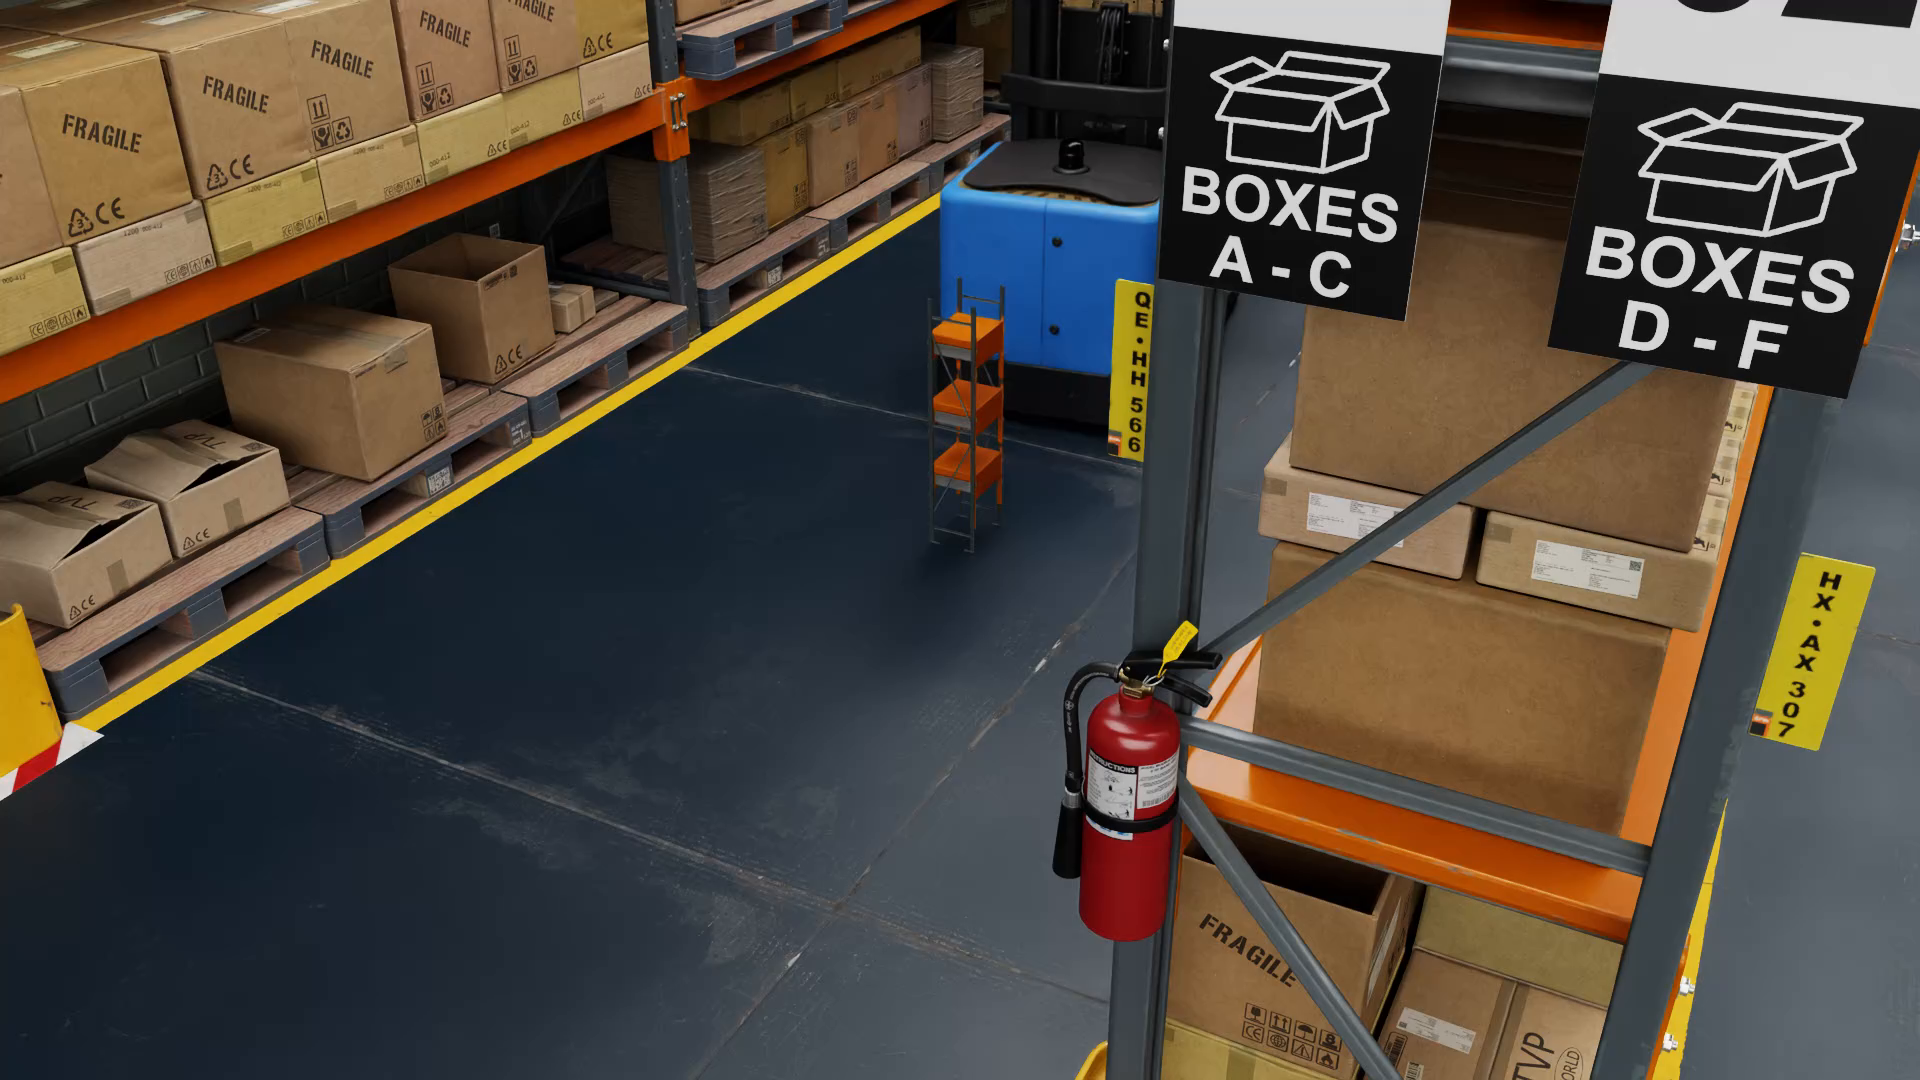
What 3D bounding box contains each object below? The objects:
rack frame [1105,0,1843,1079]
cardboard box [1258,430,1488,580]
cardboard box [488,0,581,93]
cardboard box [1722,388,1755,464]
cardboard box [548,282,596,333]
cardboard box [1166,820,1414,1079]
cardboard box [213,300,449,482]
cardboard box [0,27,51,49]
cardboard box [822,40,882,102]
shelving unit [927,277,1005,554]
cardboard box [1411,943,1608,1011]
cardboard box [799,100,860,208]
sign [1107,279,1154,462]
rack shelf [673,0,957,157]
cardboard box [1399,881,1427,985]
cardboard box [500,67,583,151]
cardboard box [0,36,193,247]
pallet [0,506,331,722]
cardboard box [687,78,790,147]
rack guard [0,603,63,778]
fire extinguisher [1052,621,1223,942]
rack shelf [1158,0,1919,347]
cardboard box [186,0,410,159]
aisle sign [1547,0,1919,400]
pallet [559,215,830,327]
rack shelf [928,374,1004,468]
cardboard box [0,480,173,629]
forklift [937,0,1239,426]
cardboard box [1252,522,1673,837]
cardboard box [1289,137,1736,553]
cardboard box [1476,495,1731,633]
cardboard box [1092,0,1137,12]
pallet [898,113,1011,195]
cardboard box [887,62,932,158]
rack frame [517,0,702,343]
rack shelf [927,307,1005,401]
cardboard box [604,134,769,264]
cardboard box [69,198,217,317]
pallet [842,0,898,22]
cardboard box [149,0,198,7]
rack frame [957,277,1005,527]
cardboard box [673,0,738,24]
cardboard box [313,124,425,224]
[{"bbox_3d":[0.779,0.451,2.952,0.949,2.616,0.053,14,33,23],"label":"rack frame"},{"bbox_3d":[0.786,-0.085,3.134,0.380,0.149,0.250,14,33,22],"label":"cardboard box"},{"bbox_3d":[-1.970,-2.210,6.963,0.500,0.500,0.500,14,33,23],"label":"cardboard box"},{"bbox_3d":[1.385,-0.226,3.379,0.380,0.149,0.250,14,33,23],"label":"cardboard box"},{"bbox_3d":[-2.025,-1.161,8.164,0.380,0.166,0.250,10,31,17],"label":"cardboard box"},{"bbox_3d":[0.761,0.832,3.876,0.500,0.500,0.500,14,33,23],"label":"cardboard box"},{"bbox_3d":[-2.596,-0.630,6.903,0.700,0.500,0.500,12,32,20],"label":"cardboard box"},{"bbox_3d":[-3.366,-1.417,5.583,0.500,0.500,0.500,15,33,24],"label":"cardboard box"},{"bbox_3d":[-0.812,-2.850,10.016,0.500,0.250,0.500,14,33,23],"label":"cardboard box"},{"bbox_3d":[0.024,-0.479,6.530,0.215,1.050,0.252,14,33,23],"label":"shelving unit"},{"bbox_3d":[1.448,1.053,4.244,0.500,0.250,0.500,14,33,23],"label":"cardboard box"},{"bbox_3d":[-1.028,-2.338,9.877,0.700,0.500,0.500,15,33,24],"label":"cardboard box"},{"bbox_3d":[0.305,-0.282,2.828,0.100,0.325,0.005,14,33,23],"label":"sign"},{"bbox_3d":[-0.897,-3.018,9.716,1.077,0.370,4.000,14,33,23],"label":"rack shelf"},{"bbox_3d":[0.980,0.933,4.452,0.500,0.250,0.500,14,33,23],"label":"cardboard box"},{"bbox_3d":[-1.988,-1.889,7.158,0.500,0.250,0.500,14,33,23],"label":"cardboard box"},{"bbox_3d":[-2.911,-1.299,5.378,0.500,0.500,0.500,14,33,23],"label":"cardboard box"},{"bbox_3d":[-3.194,0.153,6.271,1.003,0.211,1.213,14,33,23],"label":"pallet"},{"bbox_3d":[-1.290,-2.401,9.235,0.500,0.250,0.500,14,33,22],"label":"cardboard box"},{"bbox_3d":[-3.595,0.380,5.586,1.175,0.500,0.348,14,33,23],"label":"rack guard"},{"bbox_3d":[0.314,0.433,3.062,0.296,0.674,0.183,14,33,23],"label":"fire extinguisher"},{"bbox_3d":[1.693,-1.423,3.927,1.077,0.370,4.000,14,33,23],"label":"rack shelf"},{"bbox_3d":[-2.445,-1.758,6.177,0.500,0.500,0.500,15,33,25],"label":"cardboard box"},{"bbox_3d":[1.024,-0.577,2.131,0.394,0.787,0.004,14,33,23],"label":"aisle sign"},{"bbox_3d":[-1.454,-1.580,9.289,1.003,0.211,1.213,14,33,23],"label":"pallet"},{"bbox_3d":[0.024,-0.470,6.535,0.215,0.259,0.240,14,33,23],"label":"rack shelf"},{"bbox_3d":[-3.235,0.019,5.963,0.500,0.311,0.500,11,32,18],"label":"cardboard box"},{"bbox_3d":[0.867,-2.488,8.140,1.130,2.935,3.031,10,31,17],"label":"forklift"},{"bbox_3d":[1.006,0.205,3.281,0.700,0.500,0.500,14,33,23],"label":"cardboard box"},{"bbox_3d":[1.030,-0.381,2.999,0.700,0.500,0.500,14,33,23],"label":"cardboard box"},{"bbox_3d":[1.152,0.002,2.982,0.380,0.149,0.250,14,33,23],"label":"cardboard box"},{"bbox_3d":[0.871,-4.150,12.701,0.750,0.750,0.750,14,33,23],"label":"cardboard box"},{"bbox_3d":[-0.343,-2.661,11.172,1.003,0.211,1.213,14,33,23],"label":"pallet"},{"bbox_3d":[-0.605,-2.790,10.665,0.700,0.500,0.500,14,33,23],"label":"cardboard box"},{"bbox_3d":[-1.808,-2.443,7.993,1.000,3.000,0.127,14,33,23],"label":"rack frame"},{"bbox_3d":[0.024,-0.716,6.394,0.215,0.259,0.240,14,33,23],"label":"rack shelf"},{"bbox_3d":[-1.487,-1.880,9.080,0.700,0.500,0.500,15,33,25],"label":"cardboard box"},{"bbox_3d":[-2.901,-0.991,5.595,0.500,0.250,0.500,13,32,22],"label":"cardboard box"},{"bbox_3d":[-0.851,-3.246,9.584,1.003,0.211,1.213,14,33,23],"label":"pallet"},{"bbox_3d":[-2.905,-1.870,6.372,0.500,0.500,0.500,15,33,24],"label":"cardboard box"},{"bbox_3d":[0.080,-0.533,6.624,0.200,1.050,0.008,14,33,23],"label":"rack frame"},{"bbox_3d":[-1.545,-2.895,8.238,0.700,0.500,0.500,14,33,23],"label":"cardboard box"},{"bbox_3d":[-2.431,-1.439,6.375,0.500,0.250,0.500,15,33,24],"label":"cardboard box"}]
